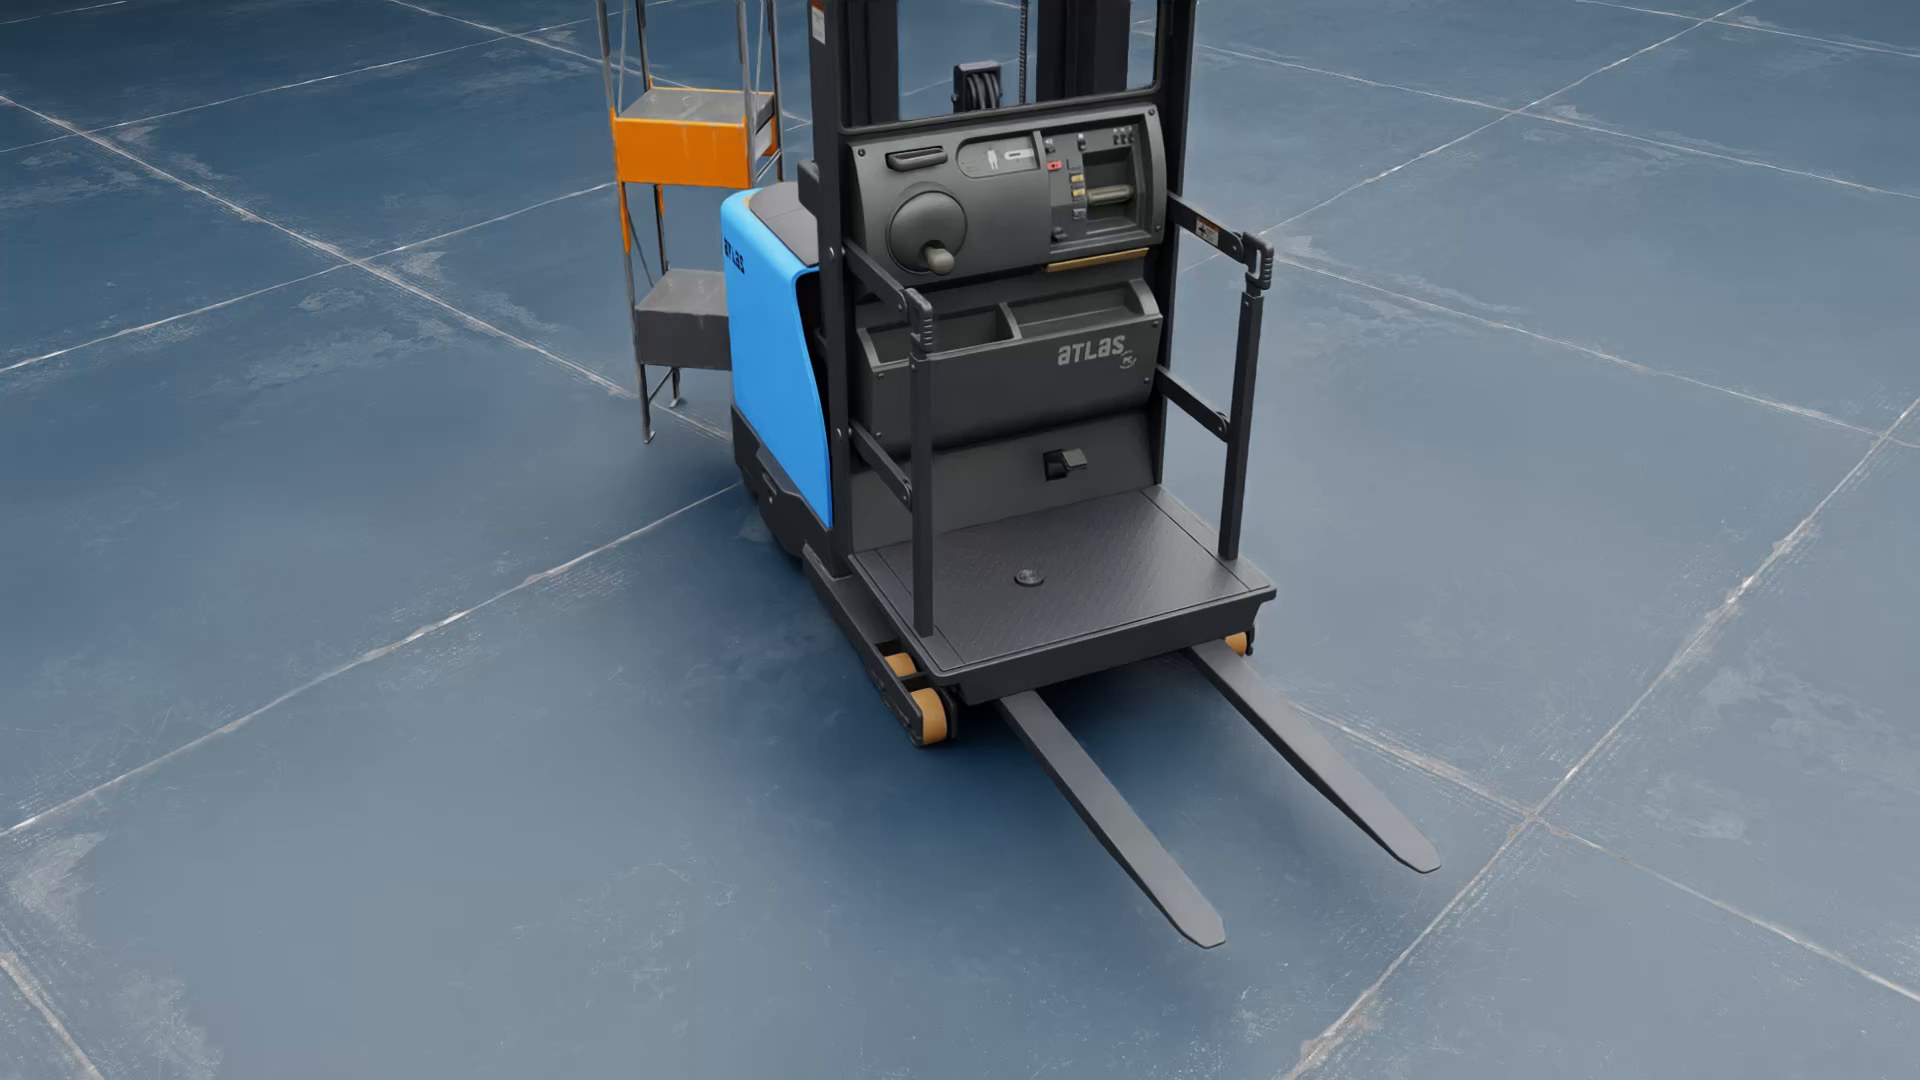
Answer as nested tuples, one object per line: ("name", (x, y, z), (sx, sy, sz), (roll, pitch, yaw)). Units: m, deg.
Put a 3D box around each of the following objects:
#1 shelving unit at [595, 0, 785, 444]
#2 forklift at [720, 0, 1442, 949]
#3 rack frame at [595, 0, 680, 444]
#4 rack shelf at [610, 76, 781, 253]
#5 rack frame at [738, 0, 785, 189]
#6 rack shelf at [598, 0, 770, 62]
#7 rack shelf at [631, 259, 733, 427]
("shelving unit", (-0.926, -1.346, 5.950), (0.503, 2.100, 0.431), (5, 31, 8))
("forklift", (0.240, -0.920, 4.436), (1.130, 2.935, 3.031), (-13, 33, -21))
("rack frame", (-1.167, -1.367, 5.985), (0.015, 2.100, 0.400), (5, 31, 8))
("rack shelf", (-0.926, -1.334, 5.957), (0.480, 0.518, 0.431), (5, 31, 8))
("rack frame", (-0.685, -1.325, 5.915), (0.015, 2.100, 0.400), (5, 31, 8))
("rack shelf", (-0.926, -1.934, 5.596), (0.480, 0.518, 0.431), (5, 31, 8))
("rack shelf", (-0.926, -0.735, 6.318), (0.480, 0.518, 0.431), (5, 31, 8))
